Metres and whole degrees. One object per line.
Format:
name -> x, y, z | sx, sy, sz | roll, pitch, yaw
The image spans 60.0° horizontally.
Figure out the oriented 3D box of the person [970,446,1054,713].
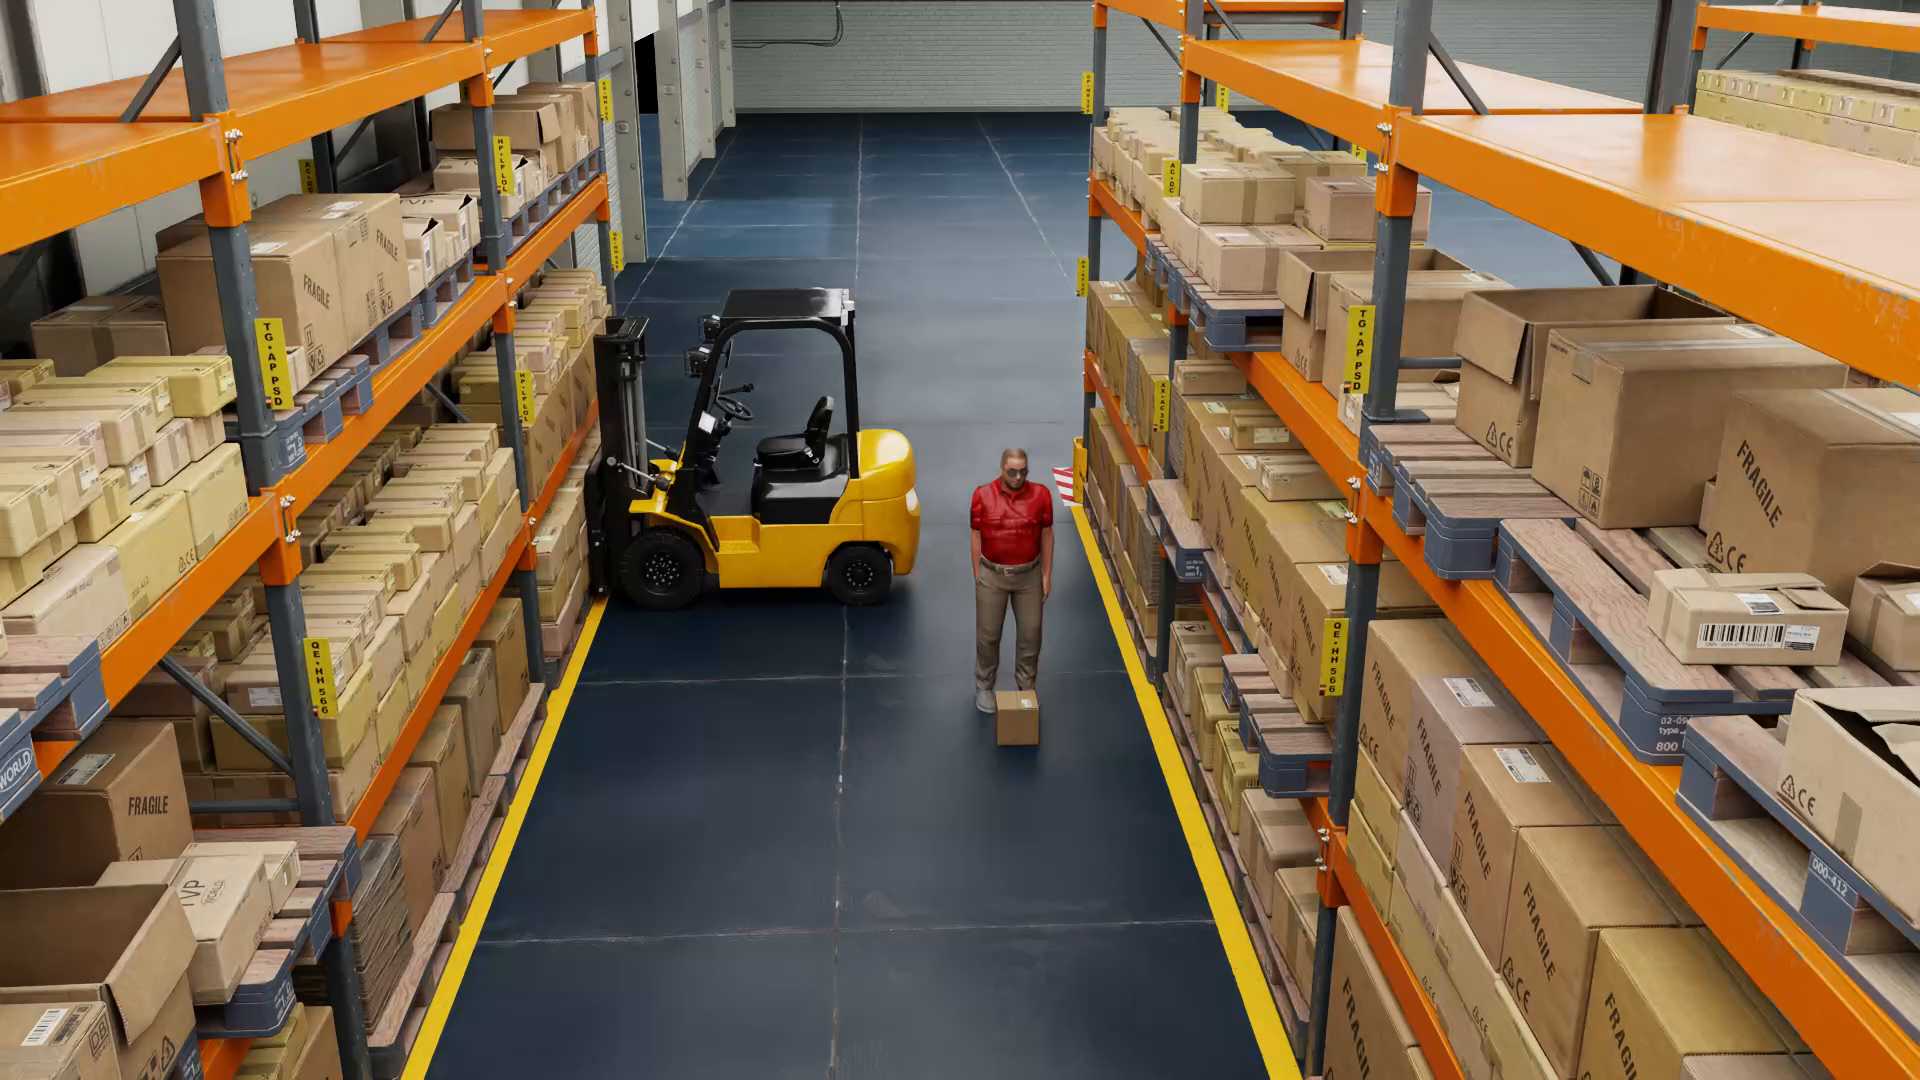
person -> 0.332, 0.246, 10.460 | 0.529, 1.727, 0.359 | -2, 20, -4
